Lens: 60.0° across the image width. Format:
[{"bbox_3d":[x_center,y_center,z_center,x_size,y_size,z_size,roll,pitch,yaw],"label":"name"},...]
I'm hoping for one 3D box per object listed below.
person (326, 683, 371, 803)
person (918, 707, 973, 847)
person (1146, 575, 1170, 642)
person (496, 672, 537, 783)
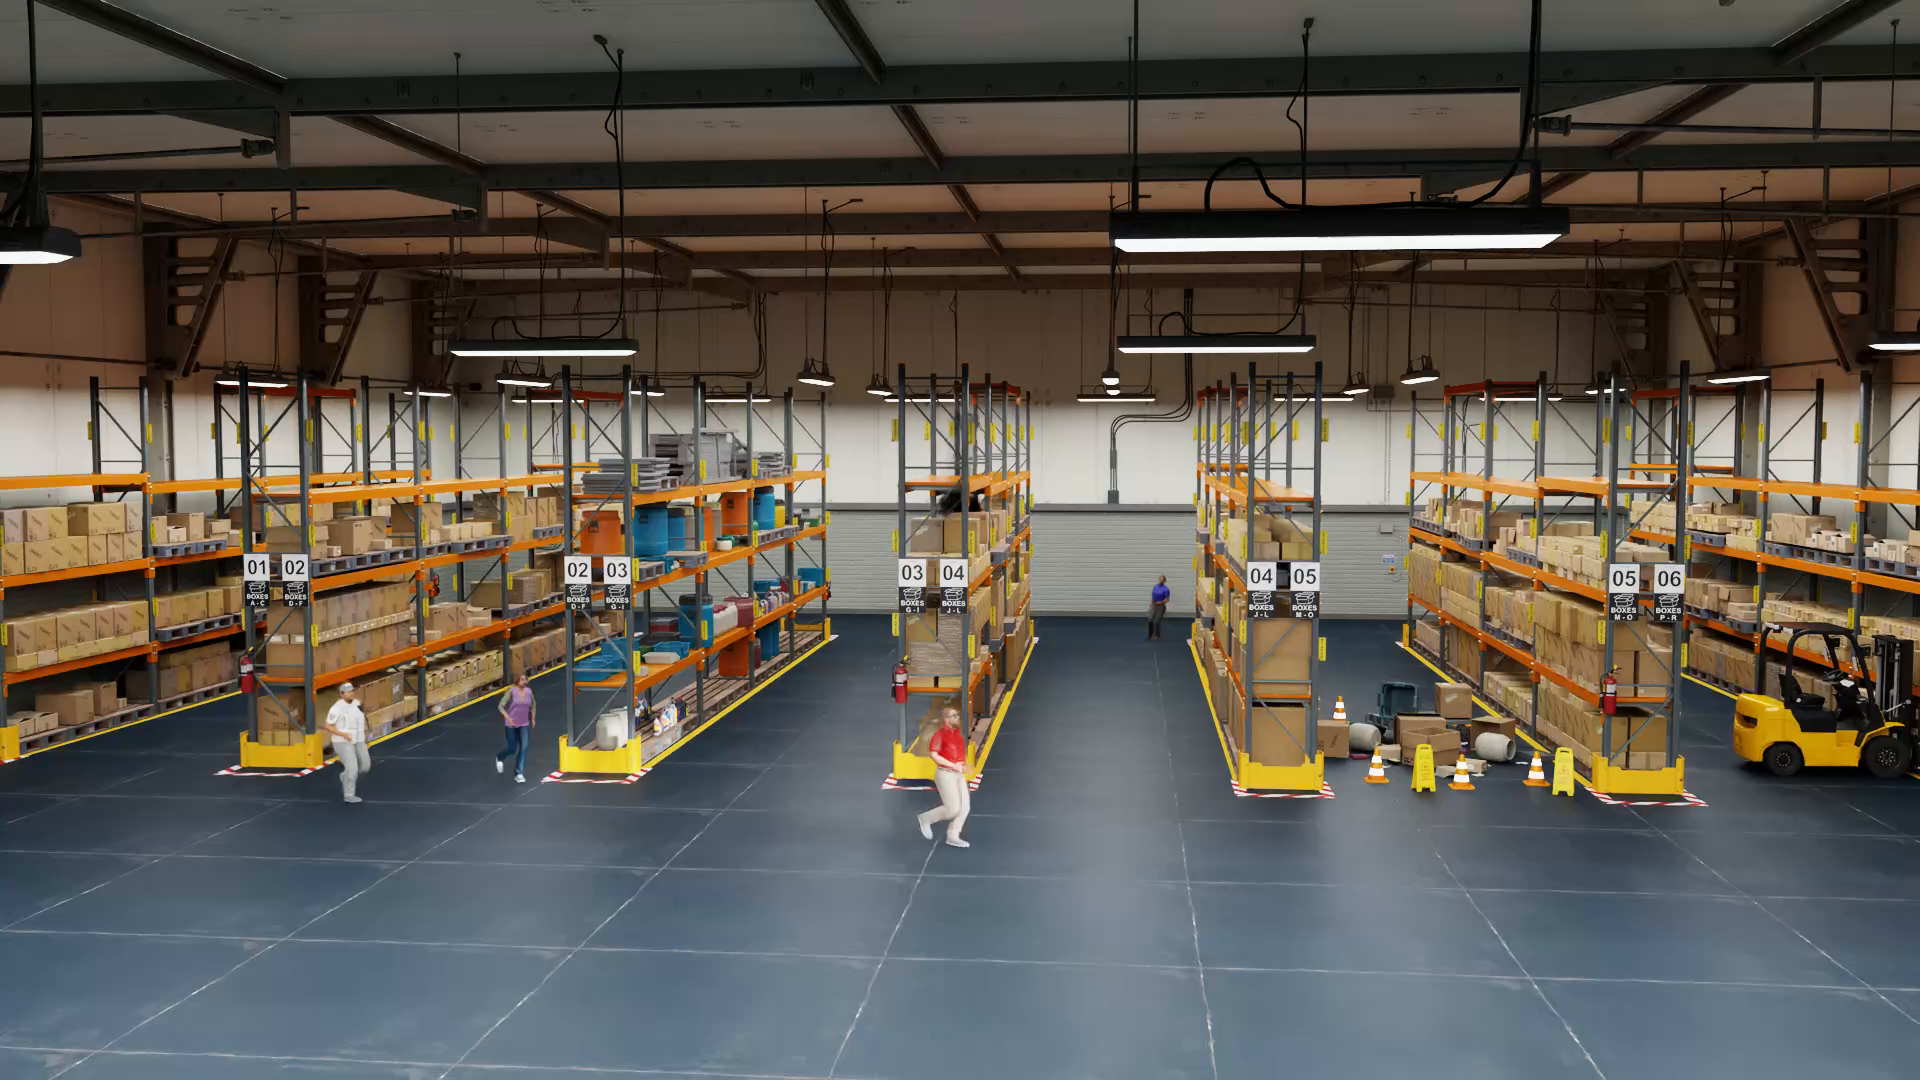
[{"bbox_3d":[-8.319,2.743,22.601,0.578,1.615,0.605,2,4,31],"label":"person"},{"bbox_3d":[-0.152,2.865,20.164,0.679,1.683,0.658,2,4,27],"label":"person"},{"bbox_3d":[4.730,1.646,39.802,0.623,1.632,0.577,2,4,32],"label":"person"},{"bbox_3d":[-6.410,2.678,24.066,0.704,1.573,0.581,4,5,44],"label":"person"}]
